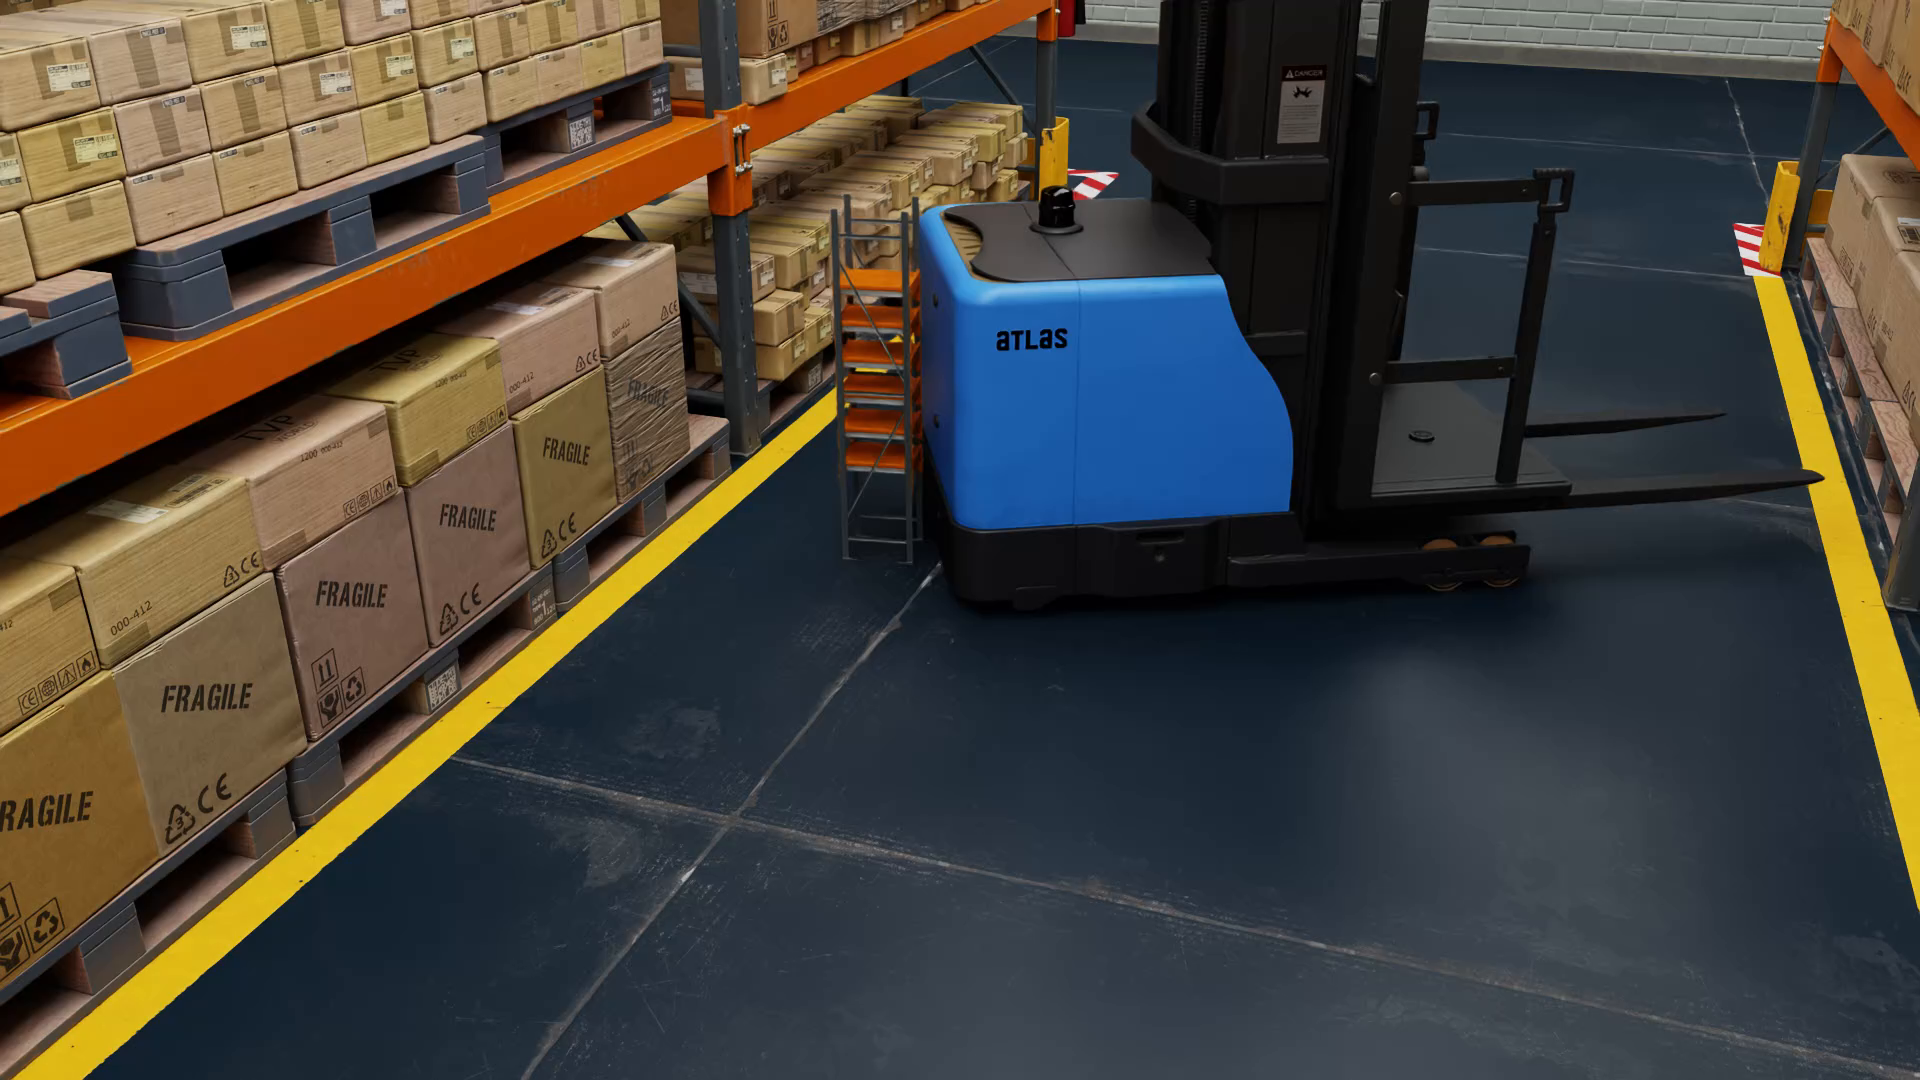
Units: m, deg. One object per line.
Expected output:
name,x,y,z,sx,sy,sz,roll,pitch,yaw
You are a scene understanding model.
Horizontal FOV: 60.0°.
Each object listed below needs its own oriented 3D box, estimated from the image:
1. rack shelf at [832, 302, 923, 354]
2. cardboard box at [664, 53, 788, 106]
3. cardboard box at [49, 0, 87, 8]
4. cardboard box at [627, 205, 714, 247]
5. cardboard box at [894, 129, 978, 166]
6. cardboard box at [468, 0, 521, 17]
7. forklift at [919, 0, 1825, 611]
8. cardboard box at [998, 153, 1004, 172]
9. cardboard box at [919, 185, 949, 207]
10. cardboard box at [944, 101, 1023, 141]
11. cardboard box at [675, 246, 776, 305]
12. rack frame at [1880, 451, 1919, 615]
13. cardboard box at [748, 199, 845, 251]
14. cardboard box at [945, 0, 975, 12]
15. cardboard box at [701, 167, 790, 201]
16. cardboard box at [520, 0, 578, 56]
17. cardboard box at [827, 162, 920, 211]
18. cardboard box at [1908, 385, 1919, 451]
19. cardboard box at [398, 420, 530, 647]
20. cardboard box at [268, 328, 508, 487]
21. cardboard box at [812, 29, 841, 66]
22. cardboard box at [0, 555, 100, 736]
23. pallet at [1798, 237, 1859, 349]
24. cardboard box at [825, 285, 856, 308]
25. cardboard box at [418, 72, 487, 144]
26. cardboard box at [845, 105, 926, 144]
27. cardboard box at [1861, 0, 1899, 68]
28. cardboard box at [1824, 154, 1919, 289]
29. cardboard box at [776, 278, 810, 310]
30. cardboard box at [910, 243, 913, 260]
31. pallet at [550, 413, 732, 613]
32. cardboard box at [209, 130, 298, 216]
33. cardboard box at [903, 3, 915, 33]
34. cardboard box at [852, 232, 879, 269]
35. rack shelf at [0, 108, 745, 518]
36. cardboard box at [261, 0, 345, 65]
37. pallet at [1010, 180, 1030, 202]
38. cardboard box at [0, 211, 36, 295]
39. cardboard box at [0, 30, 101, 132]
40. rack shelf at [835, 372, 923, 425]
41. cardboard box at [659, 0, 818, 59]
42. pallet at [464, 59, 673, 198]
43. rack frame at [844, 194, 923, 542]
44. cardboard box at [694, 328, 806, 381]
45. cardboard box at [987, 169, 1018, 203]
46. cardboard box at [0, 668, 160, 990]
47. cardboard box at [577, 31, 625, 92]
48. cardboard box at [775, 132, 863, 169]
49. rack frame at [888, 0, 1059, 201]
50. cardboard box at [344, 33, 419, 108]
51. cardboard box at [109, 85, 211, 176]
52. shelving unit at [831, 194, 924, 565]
rack shelf,-0.263,-0.680,5.330,0.258,0.103,0.180,4,26,8
cardboard box,-0.862,-1.712,6.132,0.380,0.149,0.250,10,28,19
cardboard box,-2.346,-1.362,4.244,0.380,0.149,0.250,10,27,19
cardboard box,-1.269,-1.328,7.157,0.380,0.149,0.250,8,27,17
cardboard box,-0.121,-2.002,8.550,0.380,0.149,0.250,8,27,15
cardboard box,-1.478,-1.582,4.699,0.380,0.149,0.250,9,27,17
forklift,1.408,-1.377,5.231,3.031,2.935,1.130,-4,26,-7
cardboard box,0.022,-2.081,9.055,0.380,0.149,0.250,8,27,16
cardboard box,-0.275,-1.650,8.164,0.380,0.149,0.250,10,28,20
cardboard box,0.129,-2.319,9.204,0.380,0.149,0.250,9,27,18
cardboard box,-0.955,-1.041,6.565,0.380,0.149,0.250,10,28,20
rack frame,3.436,-1.080,4.538,1.000,3.000,0.127,9,27,17
cardboard box,-0.705,-1.367,7.238,0.380,0.149,0.250,8,27,16
cardboard box,-0.142,-2.697,8.167,0.380,0.149,0.250,8,27,15
cardboard box,-1.027,-1.660,7.843,0.380,0.149,0.250,8,27,16
cardboard box,-1.383,-1.564,5.002,0.380,0.149,0.250,10,28,20
cardboard box,-0.411,-1.680,7.884,0.380,0.149,0.250,9,27,18
cardboard box,3.747,-0.358,5.505,0.875,0.438,0.875,8,27,17
cardboard box,-1.620,-0.058,4.815,0.500,0.500,0.500,8,27,16
cardboard box,-1.621,-0.386,4.631,0.500,0.250,0.500,8,27,15
cardboard box,-0.711,-2.057,6.844,0.380,0.149,0.250,8,27,15
cardboard box,-2.138,0.238,3.342,0.500,0.250,0.500,8,27,15
pallet,4.575,-1.128,7.838,1.003,0.211,1.213,9,27,17
cardboard box,-0.681,-1.095,7.360,0.380,0.149,0.250,8,27,16
cardboard box,-1.552,-1.213,4.619,0.380,0.149,0.250,8,27,15
cardboard box,-0.407,-2.276,9.117,0.380,0.149,0.250,9,27,18
cardboard box,4.009,-2.194,6.725,0.500,0.500,0.500,9,27,17
cardboard box,4.642,-1.473,7.809,0.875,0.438,0.875,8,27,16
cardboard box,-0.843,-1.015,6.853,0.380,0.149,0.250,9,27,18
cardboard box,-0.432,-1.423,8.036,0.380,0.149,0.250,10,27,19
pallet,-1.523,-0.181,5.881,1.003,0.211,1.213,9,27,17
cardboard box,-1.818,-0.888,3.948,0.380,0.149,0.250,9,27,18
cardboard box,-0.424,-2.377,7.505,0.380,0.149,0.250,10,28,19
cardboard box,-0.590,-1.341,7.525,0.380,0.149,0.250,10,28,20
rack shelf,-1.931,-0.610,4.394,1.077,0.370,4.000,9,27,17
cardboard box,-1.737,-1.260,4.034,0.380,0.149,0.250,8,27,17
pallet,-0.263,-1.785,9.194,1.003,0.211,1.213,9,27,17
cardboard box,-2.078,-0.564,3.279,0.380,0.149,0.250,10,28,20
cardboard box,-1.998,-0.937,3.368,0.380,0.149,0.250,8,27,15
rack shelf,-0.262,-0.464,5.434,0.258,0.103,0.180,4,26,8
cardboard box,-0.863,-2.102,6.193,0.500,0.500,0.500,8,27,16
pallet,-1.657,-1.377,5.371,1.003,0.211,1.213,9,27,17
rack frame,-0.248,-0.544,5.496,0.240,1.200,0.006,4,26,8
cardboard box,-0.841,-0.765,6.677,0.380,0.149,0.250,8,27,15
cardboard box,0.097,-1.939,9.101,0.380,0.149,0.250,10,27,19
cardboard box,-2.120,0.570,3.517,0.500,0.500,0.500,8,27,15
cardboard box,-1.296,-1.533,5.280,0.380,0.149,0.250,9,27,18
cardboard box,-0.717,-1.965,8.473,0.380,0.149,0.250,10,28,19
rack frame,0.066,-3.400,9.329,1.000,3.000,0.127,9,27,17
cardboard box,-1.647,-1.231,4.316,0.380,0.149,0.250,9,27,18
cardboard box,-1.905,-0.919,3.672,0.380,0.149,0.250,9,27,18
shelving unit,-0.262,-0.504,5.415,0.258,1.200,0.189,4,26,8
